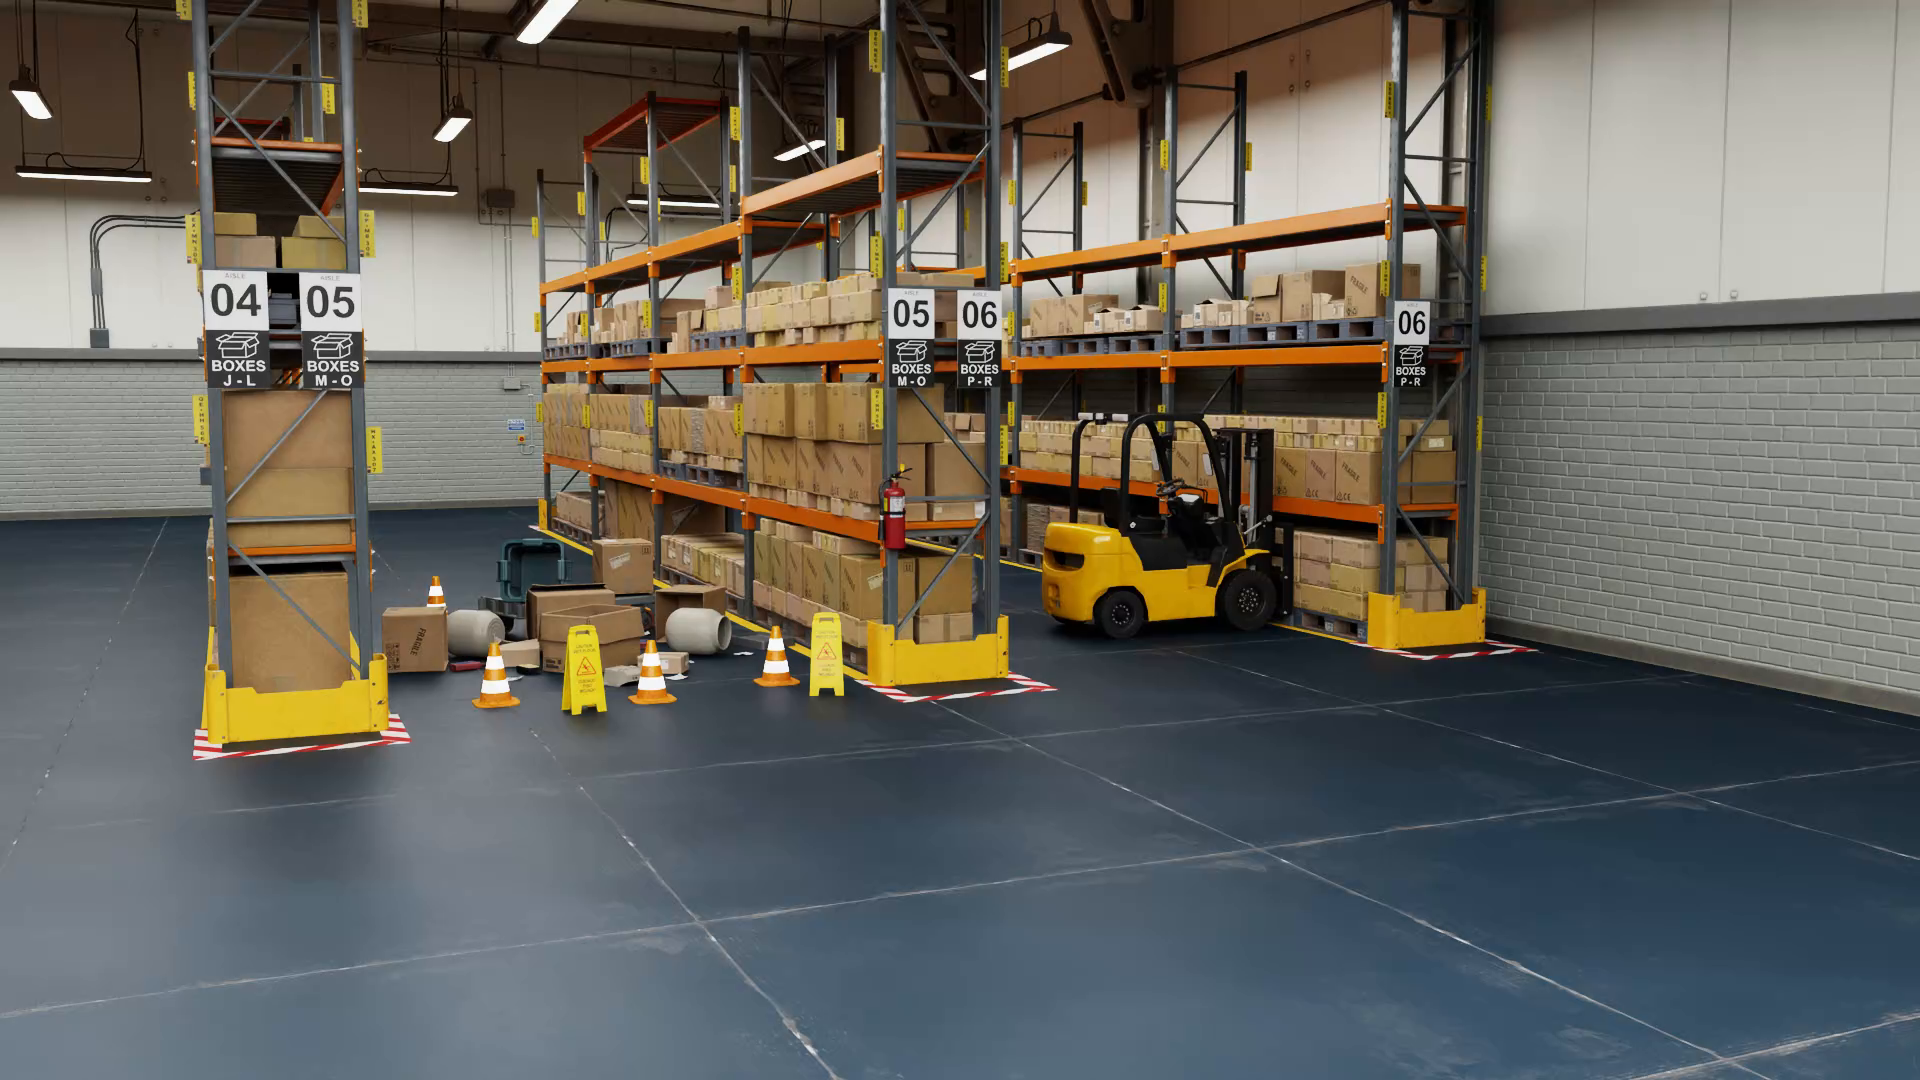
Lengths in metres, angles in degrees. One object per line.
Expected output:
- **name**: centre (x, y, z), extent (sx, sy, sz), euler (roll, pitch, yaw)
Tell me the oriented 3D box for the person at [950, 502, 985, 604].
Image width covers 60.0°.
- **person**: centre (0.158, -0.175, 18.472), extent (0.576, 1.811, 0.409), euler (0, 5, 1)
